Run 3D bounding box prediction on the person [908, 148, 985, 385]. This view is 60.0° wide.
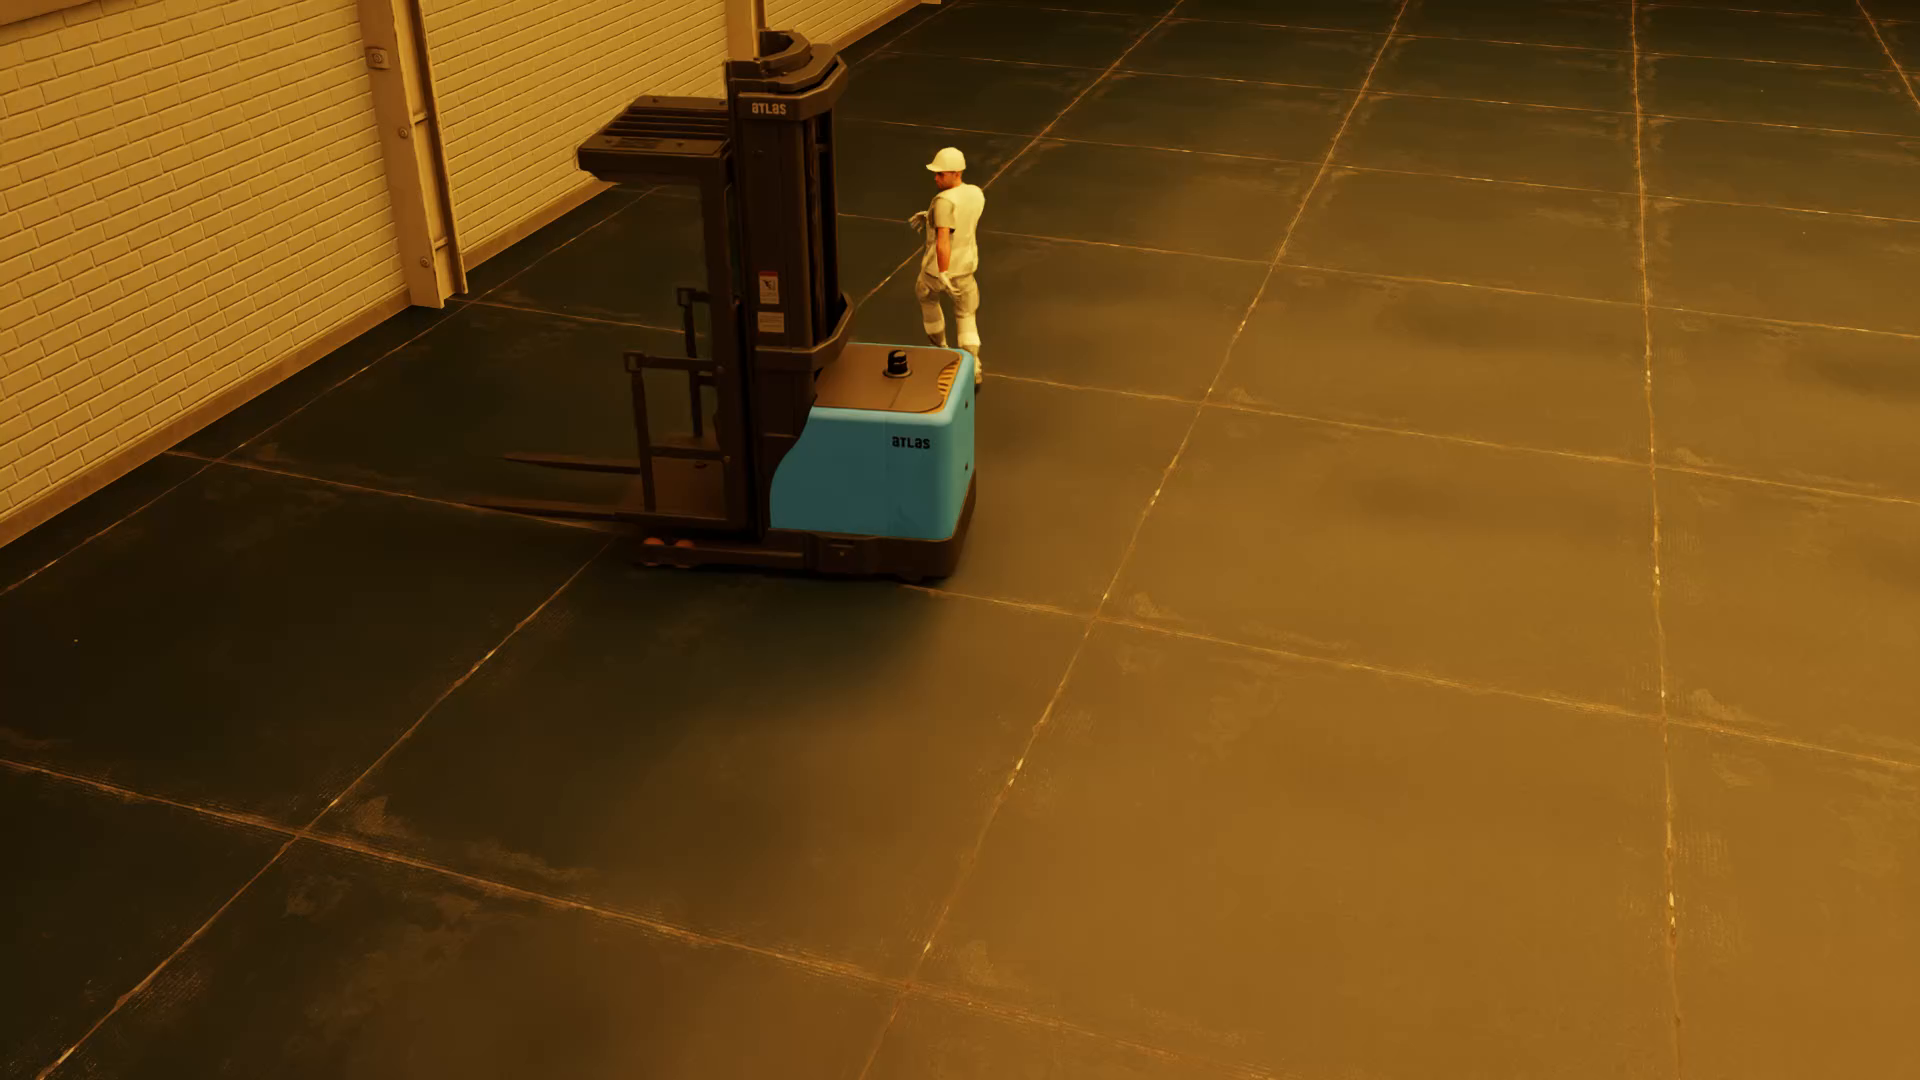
[{"bbox_3d":[-0.067,-1.962,11.860,0.558,1.711,0.960,-14,33,-23],"label":"person"}]

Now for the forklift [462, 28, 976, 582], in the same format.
[{"bbox_3d":[-1.461,-1.357,9.517,3.031,2.935,1.130,4,30,7],"label":"forklift"}]
